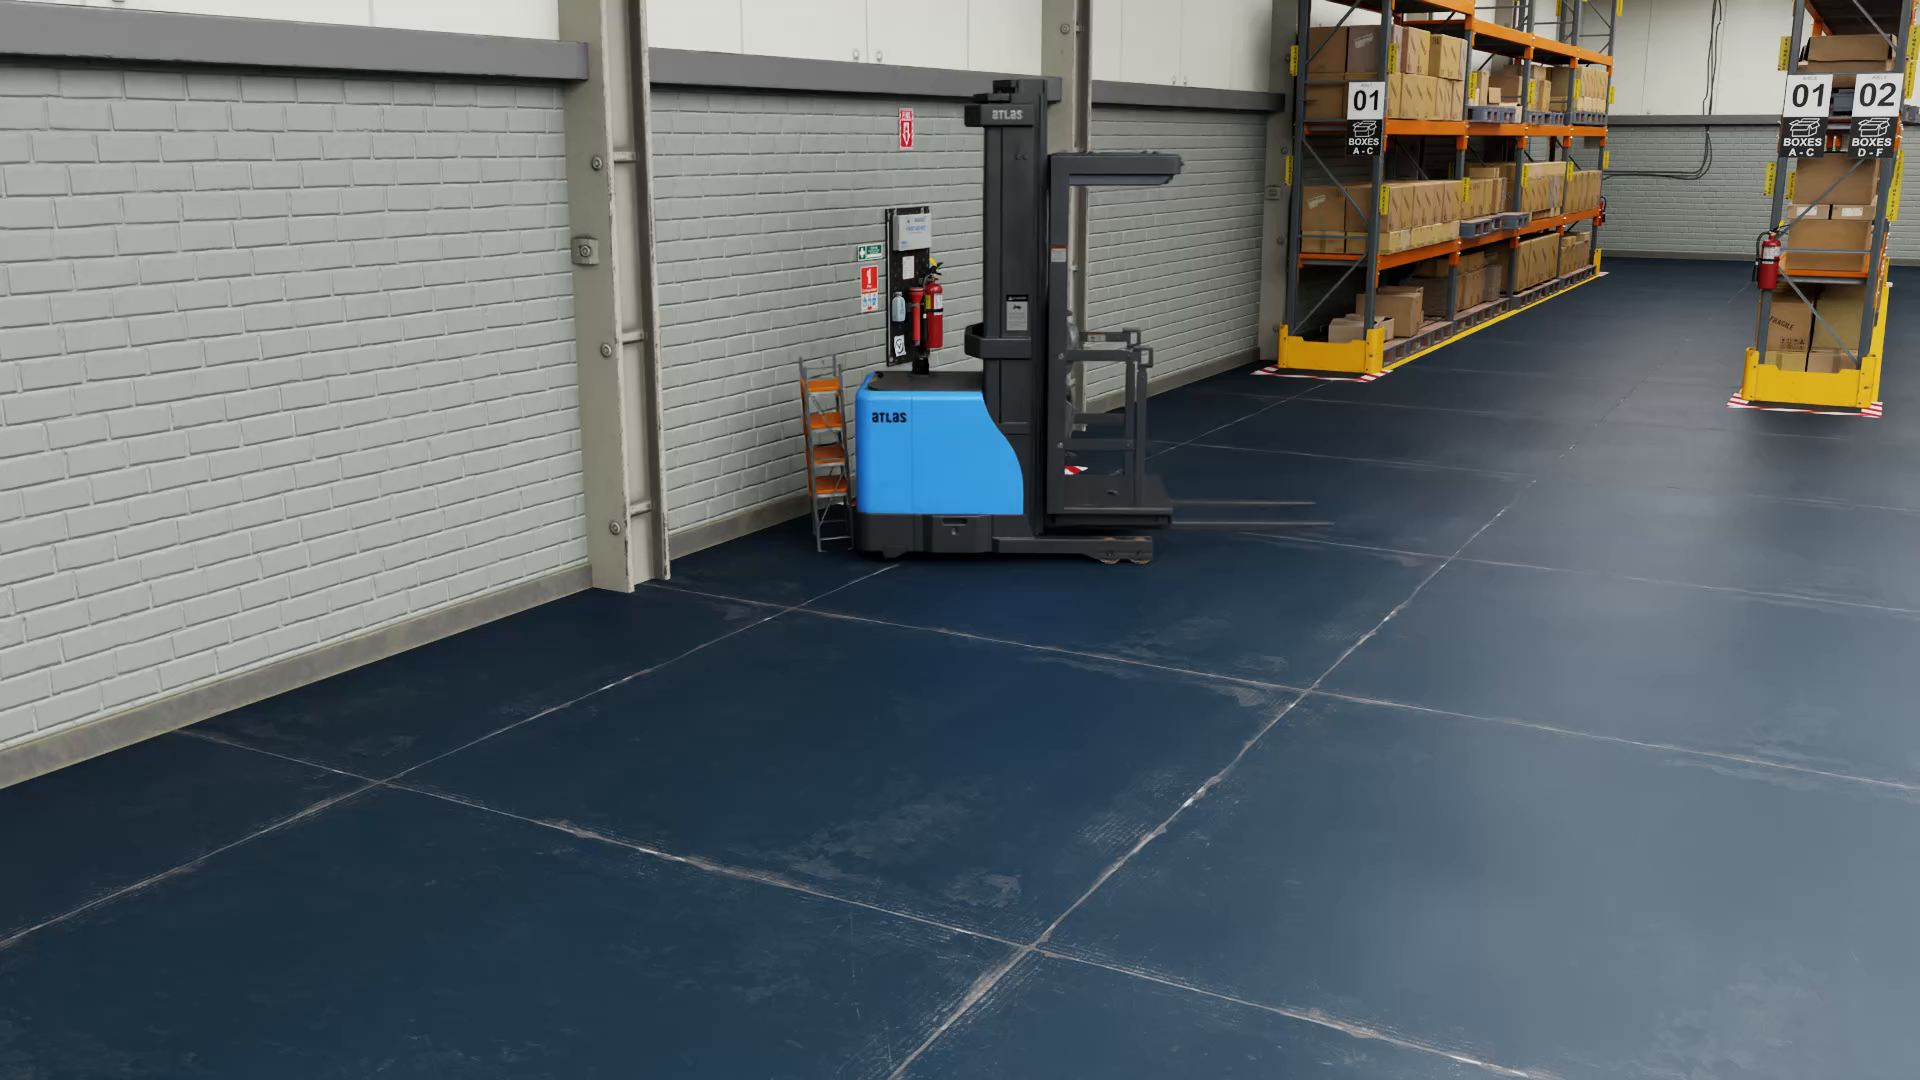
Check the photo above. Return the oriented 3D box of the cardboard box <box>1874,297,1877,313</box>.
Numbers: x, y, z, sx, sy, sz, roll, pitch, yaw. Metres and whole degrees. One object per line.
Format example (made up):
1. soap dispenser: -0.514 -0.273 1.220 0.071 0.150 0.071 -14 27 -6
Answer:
1. cardboard box: 10.928 -2.883 20.367 0.500 0.311 0.500 7 15 28

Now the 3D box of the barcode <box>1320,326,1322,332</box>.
1. barcode: 4.310 -2.518 19.859 0.001 0.075 0.075 7 15 28

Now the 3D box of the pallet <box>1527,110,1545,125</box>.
1. pallet: 8.371 -6.572 25.898 1.213 0.211 1.003 8 16 31

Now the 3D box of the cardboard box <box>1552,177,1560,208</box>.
1. cardboard box: 9.799 -5.862 28.059 0.500 0.500 0.500 8 15 28

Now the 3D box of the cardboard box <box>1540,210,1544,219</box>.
1. cardboard box: 9.471 -5.419 27.604 0.380 0.149 0.250 7 15 26

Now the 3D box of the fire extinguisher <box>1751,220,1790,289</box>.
1. fire extinguisher: 8.113 -2.857 16.648 0.296 0.674 0.183 7 15 28

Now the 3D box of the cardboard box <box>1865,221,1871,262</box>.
1. cardboard box: 9.308 -3.218 17.770 0.700 0.500 0.500 7 15 28

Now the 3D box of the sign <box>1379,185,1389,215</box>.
1. sign: 4.713 -3.786 18.490 0.100 0.325 0.005 7 15 28

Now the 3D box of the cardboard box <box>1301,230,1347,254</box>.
1. cardboard box: 4.295 -3.481 19.350 0.500 0.250 0.500 8 16 29

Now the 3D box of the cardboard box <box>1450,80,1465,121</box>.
1. cardboard box: 6.143 -5.632 21.337 0.500 0.500 0.500 8 16 30

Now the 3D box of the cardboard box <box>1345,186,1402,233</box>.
1. cardboard box: 4.732 -3.792 19.039 0.500 0.500 0.500 7 15 28

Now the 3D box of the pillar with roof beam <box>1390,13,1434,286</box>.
1. pillar with roof beam: 10.489 -7.328 22.228 9.100 9.000 0.400 7 15 28

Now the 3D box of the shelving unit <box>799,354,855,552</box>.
1. shelving unit: -0.866 -0.570 10.807 0.258 1.200 0.503 -5 14 -7

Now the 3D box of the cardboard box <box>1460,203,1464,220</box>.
1. cardboard box: 6.448 -4.610 22.604 0.700 0.500 0.500 7 15 28

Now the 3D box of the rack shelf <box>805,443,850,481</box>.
1. rack shelf: -0.863 -0.505 10.824 0.258 0.148 0.480 -5 14 -7

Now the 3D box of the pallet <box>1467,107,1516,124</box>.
1. pallet: 7.062 -5.942 23.280 1.213 0.211 1.003 7 15 28

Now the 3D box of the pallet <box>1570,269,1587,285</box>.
1. pallet: 11.064 -4.931 31.038 1.003 0.211 1.213 7 15 28

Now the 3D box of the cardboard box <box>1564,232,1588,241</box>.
1. cardboard box: 11.697 -5.759 31.575 0.380 0.149 0.250 8 16 30

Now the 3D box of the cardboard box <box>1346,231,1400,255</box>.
1. cardboard box: 4.752 -3.427 19.128 0.500 0.250 0.500 7 15 26

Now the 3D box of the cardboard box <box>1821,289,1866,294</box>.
1. cardboard box: 9.758 -2.490 18.334 0.500 0.500 0.500 7 15 28

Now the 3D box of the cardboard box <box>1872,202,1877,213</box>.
1. cardboard box: 9.326 -3.443 17.318 0.380 0.149 0.250 7 15 27

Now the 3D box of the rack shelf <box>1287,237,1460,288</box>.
1. rack shelf: 5.205 -3.487 20.633 1.077 0.370 4.000 7 15 28

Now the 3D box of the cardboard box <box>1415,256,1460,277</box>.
1. cardboard box: 6.723 -3.854 23.414 0.500 0.250 0.500 7 15 27

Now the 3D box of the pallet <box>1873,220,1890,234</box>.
1. pallet: 12.710 -4.561 23.962 1.213 0.211 1.003 7 15 28

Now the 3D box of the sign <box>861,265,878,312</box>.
1. sign: -0.667 -1.850 12.231 0.001 0.329 0.234 7 15 28

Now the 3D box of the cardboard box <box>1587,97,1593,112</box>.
1. cardboard box: 11.105 -7.847 29.995 0.500 0.250 0.500 7 15 26

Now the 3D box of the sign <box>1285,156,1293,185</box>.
1. sign: 3.762 -4.210 18.951 0.100 0.325 0.005 7 15 28

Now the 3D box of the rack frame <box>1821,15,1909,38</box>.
1. rack frame: 10.510 -6.603 19.222 1.000 3.000 0.127 7 15 28

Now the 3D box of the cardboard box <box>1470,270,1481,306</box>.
1. cardboard box: 7.237 -3.715 24.439 0.700 0.500 0.500 7 15 28

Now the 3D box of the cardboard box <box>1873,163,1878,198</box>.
1. cardboard box: 9.574 -3.965 18.100 0.700 0.500 0.500 7 15 28

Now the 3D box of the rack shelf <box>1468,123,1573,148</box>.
1. rack shelf: 9.073 -6.587 27.089 1.077 0.370 4.000 7 15 28

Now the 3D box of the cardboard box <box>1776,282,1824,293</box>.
1. cardboard box: 9.777 -2.756 19.434 0.500 0.500 0.500 7 15 28

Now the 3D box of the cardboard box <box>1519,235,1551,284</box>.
1. cardboard box: 9.412 -4.717 27.889 0.750 0.750 0.750 8 16 30

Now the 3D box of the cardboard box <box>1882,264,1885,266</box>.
1. cardboard box: 13.901 -3.990 25.577 0.500 0.500 0.500 8 16 29

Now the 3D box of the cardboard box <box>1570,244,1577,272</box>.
1. cardboard box: 10.987 -5.227 30.752 0.700 0.500 0.500 8 16 29

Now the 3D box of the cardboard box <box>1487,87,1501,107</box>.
1. cardboard box: 7.398 -6.330 24.229 0.797 0.503 0.637 10 17 36

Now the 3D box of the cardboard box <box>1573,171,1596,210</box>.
1. cardboard box: 11.393 -6.599 31.364 0.980 0.700 0.700 7 15 28

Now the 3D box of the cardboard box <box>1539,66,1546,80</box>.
1. cardboard box: 9.499 -7.808 27.868 0.500 0.250 0.500 9 16 32

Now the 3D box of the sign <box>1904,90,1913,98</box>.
1. sign: 12.926 -6.191 22.640 0.100 0.325 0.005 7 15 28

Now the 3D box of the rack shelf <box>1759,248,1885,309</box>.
1. rack shelf: 9.544 -2.927 18.308 1.077 0.370 4.000 7 15 28

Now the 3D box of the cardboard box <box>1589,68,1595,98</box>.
1. cardboard box: 11.107 -8.214 29.914 0.500 0.500 0.500 7 15 28

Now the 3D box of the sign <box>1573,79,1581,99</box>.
1. sign: 10.519 -7.692 28.363 0.100 0.325 0.005 7 15 28

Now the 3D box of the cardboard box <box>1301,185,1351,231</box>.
1. cardboard box: 4.280 -3.849 19.275 0.500 0.500 0.500 7 15 27

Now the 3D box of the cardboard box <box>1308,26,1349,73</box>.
1. cardboard box: 4.218 -5.547 18.853 0.500 0.500 0.500 8 16 31

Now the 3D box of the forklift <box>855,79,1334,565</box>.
1. forklift: 0.863 -1.398 10.579 3.031 2.935 1.130 0 14 2

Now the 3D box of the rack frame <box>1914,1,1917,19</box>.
1. rack frame: 16.311 -9.065 29.434 1.000 3.000 0.127 7 15 28

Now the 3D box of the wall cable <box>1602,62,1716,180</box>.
1. wall cable: 15.020 -9.236 36.769 3.097 2.526 0.112 7 15 28

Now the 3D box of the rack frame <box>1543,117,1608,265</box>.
1. rack frame: 11.973 -6.709 32.462 1.000 3.000 0.127 7 15 28
